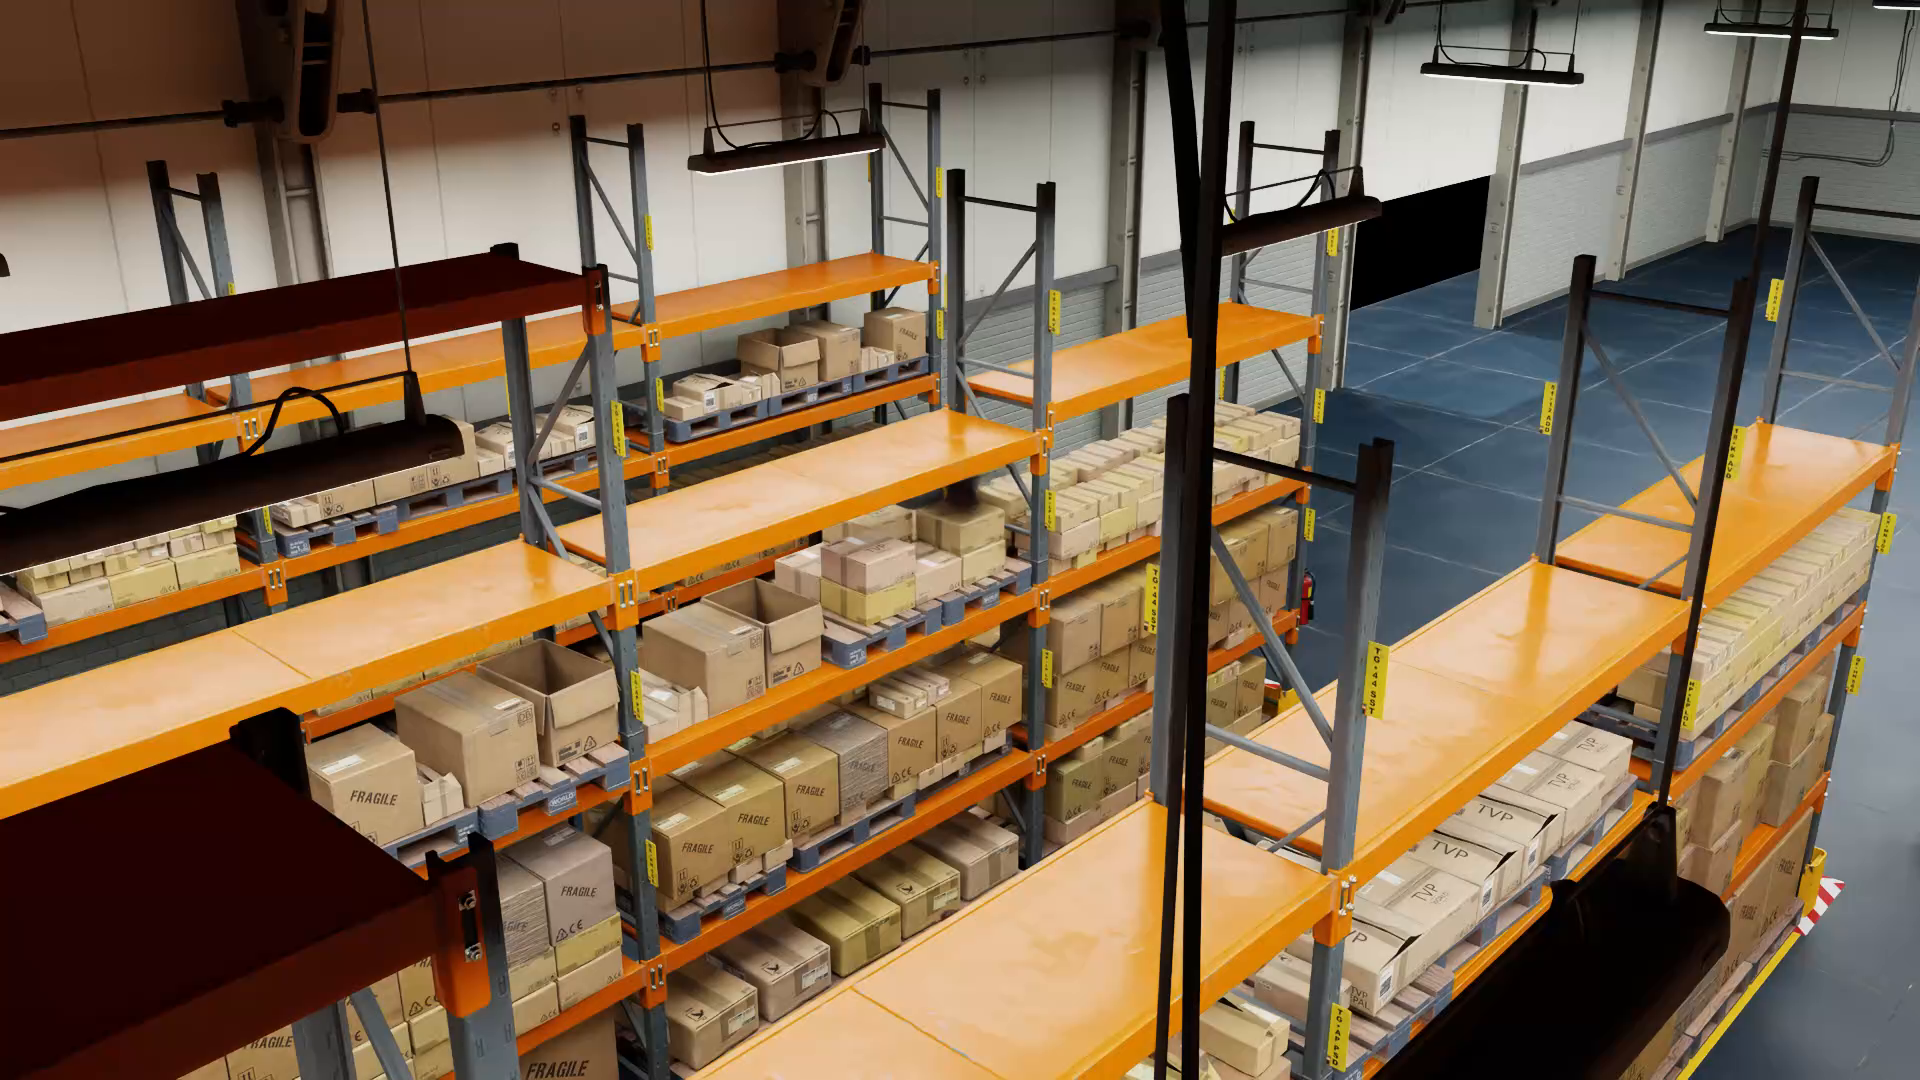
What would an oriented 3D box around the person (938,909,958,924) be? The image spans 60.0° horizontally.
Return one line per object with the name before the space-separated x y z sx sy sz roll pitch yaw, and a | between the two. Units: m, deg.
person | -0.064 3.236 11.340 0.396 1.674 0.495 8 23 20
